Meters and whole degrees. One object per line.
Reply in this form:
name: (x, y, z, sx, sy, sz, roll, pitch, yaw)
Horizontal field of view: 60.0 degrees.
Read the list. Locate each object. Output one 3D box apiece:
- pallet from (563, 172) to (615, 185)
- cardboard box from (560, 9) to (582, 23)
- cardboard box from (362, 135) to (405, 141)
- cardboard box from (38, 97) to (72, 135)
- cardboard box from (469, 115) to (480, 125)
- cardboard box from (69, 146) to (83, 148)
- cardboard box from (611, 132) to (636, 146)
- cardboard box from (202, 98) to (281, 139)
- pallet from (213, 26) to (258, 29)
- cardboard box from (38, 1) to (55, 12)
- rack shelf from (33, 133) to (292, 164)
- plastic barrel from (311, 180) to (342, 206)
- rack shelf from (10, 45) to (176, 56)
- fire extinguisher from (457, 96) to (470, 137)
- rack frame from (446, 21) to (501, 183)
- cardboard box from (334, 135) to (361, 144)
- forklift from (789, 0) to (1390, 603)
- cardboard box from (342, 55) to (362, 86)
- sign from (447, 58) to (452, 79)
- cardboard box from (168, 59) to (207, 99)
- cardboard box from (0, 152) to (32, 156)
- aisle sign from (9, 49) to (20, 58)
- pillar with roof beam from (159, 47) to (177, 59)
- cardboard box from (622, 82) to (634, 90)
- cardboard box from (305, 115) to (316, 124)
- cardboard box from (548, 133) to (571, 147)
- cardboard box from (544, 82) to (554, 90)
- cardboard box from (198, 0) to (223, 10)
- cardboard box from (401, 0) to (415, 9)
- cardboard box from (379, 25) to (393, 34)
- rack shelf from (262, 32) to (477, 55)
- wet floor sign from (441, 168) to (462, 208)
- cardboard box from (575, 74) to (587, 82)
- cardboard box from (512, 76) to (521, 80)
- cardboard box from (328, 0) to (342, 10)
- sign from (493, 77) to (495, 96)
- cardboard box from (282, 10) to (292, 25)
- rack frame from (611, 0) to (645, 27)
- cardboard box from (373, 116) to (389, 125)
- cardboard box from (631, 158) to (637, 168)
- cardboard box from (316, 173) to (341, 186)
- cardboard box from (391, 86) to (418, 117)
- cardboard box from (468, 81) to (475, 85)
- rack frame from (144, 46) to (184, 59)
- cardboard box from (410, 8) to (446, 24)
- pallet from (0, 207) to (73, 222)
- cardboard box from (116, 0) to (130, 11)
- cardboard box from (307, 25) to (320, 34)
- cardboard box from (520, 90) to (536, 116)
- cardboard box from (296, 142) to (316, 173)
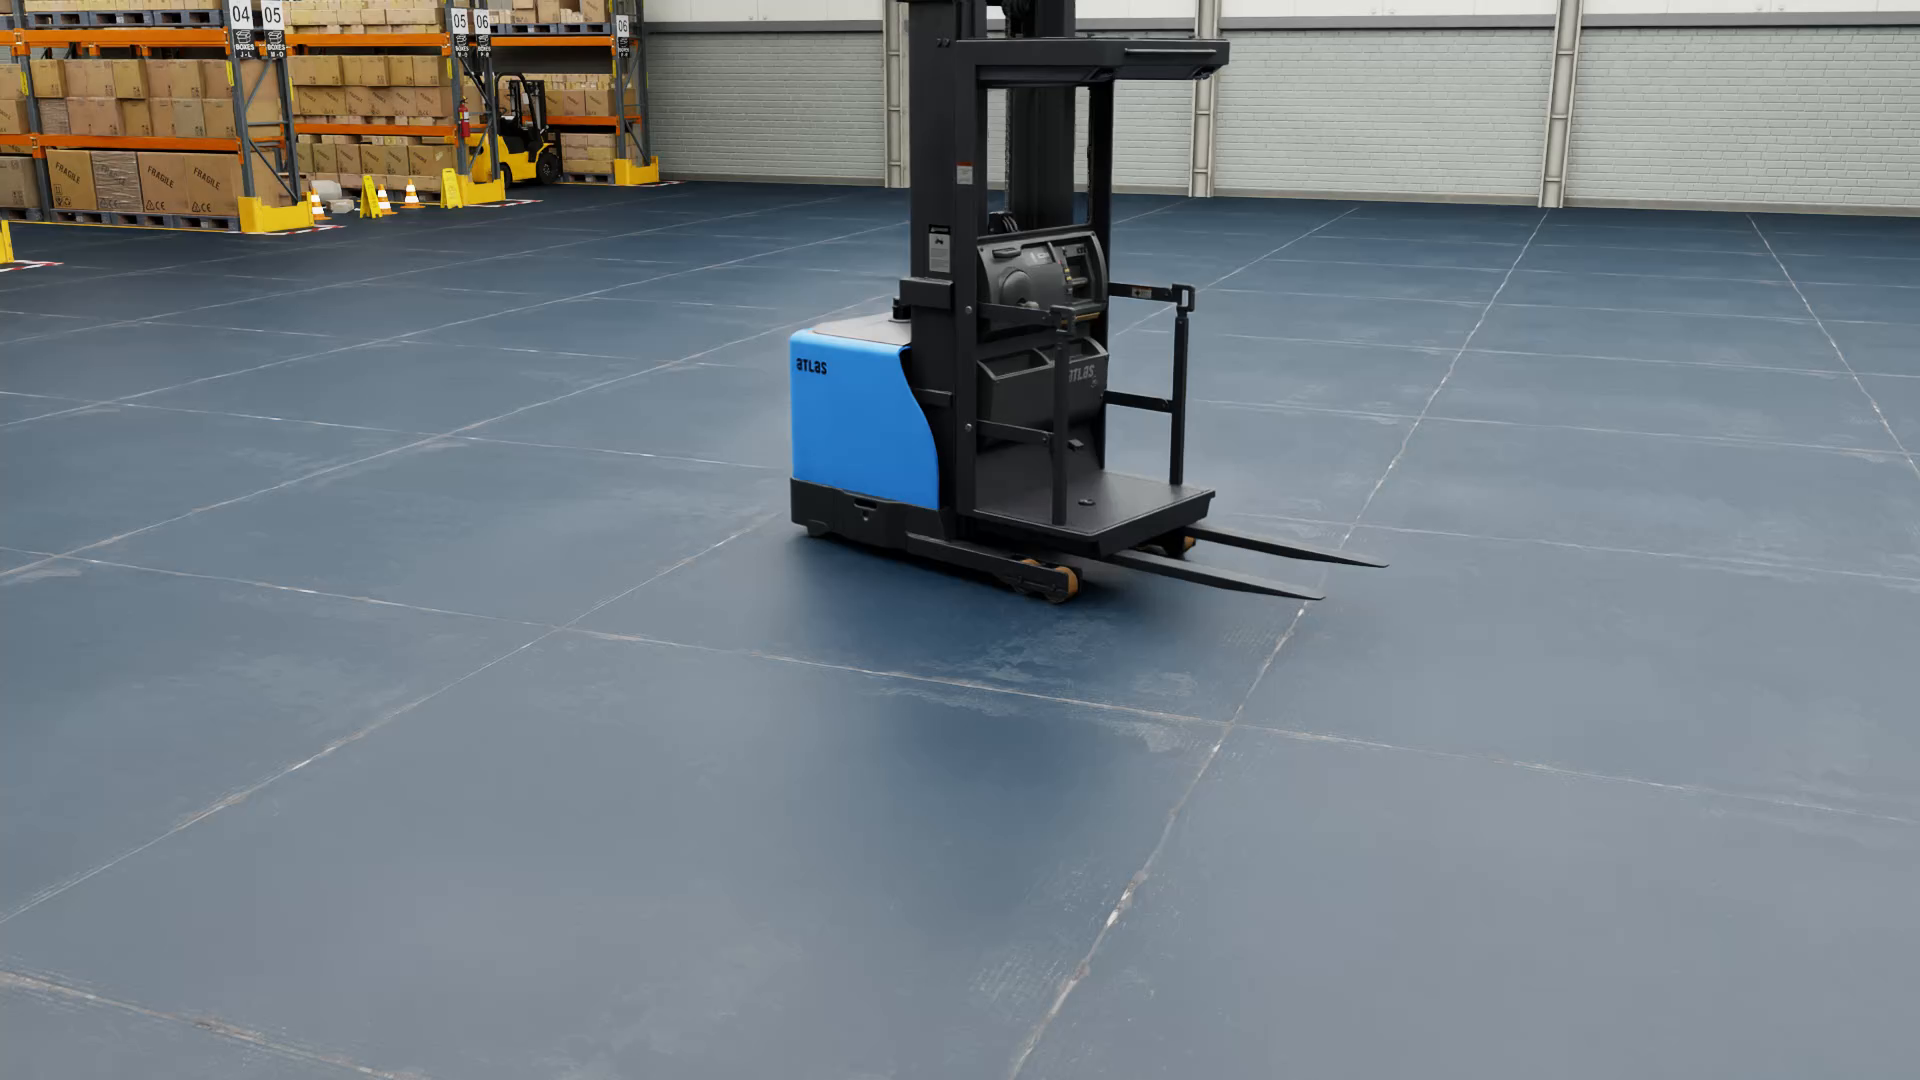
pallet: (-7.206, -7.318, 33.501, 1.213, 0.211, 1.003, 6, 17, 21)
cardboard box: (-7.598, -10.247, 32.518, 0.258, 0.266, 0.396, 6, 17, 21)
cardboard box: (-12.109, -8.268, 35.280, 0.625, 0.625, 0.875, 6, 17, 18)
cardboard box: (-13.393, -6.454, 25.256, 0.550, 0.550, 0.875, 6, 17, 21)
cardboard box: (-8.537, -7.269, 28.784, 0.250, 0.149, 0.380, 6, 17, 21)
cardboard box: (-16.351, -7.393, 31.819, 0.875, 0.875, 0.875, 6, 17, 20)
cardboard box: (-6.857, -8.049, 33.404, 0.500, 0.250, 0.500, 6, 17, 20)
cardboard box: (-10.381, -6.106, 24.056, 0.550, 0.550, 0.875, 6, 17, 21)
pallet: (-12.553, -9.152, 29.775, 1.003, 0.211, 1.213, 6, 17, 21)
cardboard box: (-13.285, -7.835, 24.419, 0.250, 0.149, 0.380, 6, 17, 21)
rack shelf: (-11.880, -5.867, 24.792, 4.000, 0.370, 1.077, 6, 17, 21)
plastic barrel: (-10.774, -5.883, 28.179, 0.512, 0.421, 0.421, -9, 18, -27)
rack shelf: (-19.503, -11.117, 37.496, 4.000, 0.370, 1.077, 6, 17, 21)
fire extinguisher: (-8.360, -7.133, 28.003, 0.183, 0.674, 0.296, 6, 17, 21)
rack frame: (-8.297, -7.302, 28.445, 0.127, 3.000, 1.000, 6, 17, 21)
cardboard box: (-10.744, -7.026, 29.165, 0.250, 0.149, 0.380, 7, 18, 24)
forklift: (0.565, -1.284, 7.839, 3.031, 2.935, 1.130, 13, 21, 38)
cardboard box: (-10.246, -8.135, 28.807, 0.500, 0.500, 0.700, 6, 17, 20)
sign: (-8.520, -7.868, 27.750, 0.005, 0.325, 0.100, 6, 17, 21)
cardboard box: (-10.896, -6.678, 24.092, 0.550, 0.550, 0.875, 6, 17, 21)
cardboard box: (-15.247, -5.678, 26.133, 0.750, 0.750, 1.050, 6, 17, 21)
aisle sign: (-21.535, -11.405, 37.917, 0.004, 0.787, 0.394, 6, 17, 21)
pillar with roof beam: (-19.539, -11.886, 33.477, 0.400, 9.000, 9.100, 6, 17, 21)
cardboard box: (-6.700, -9.051, 33.127, 0.250, 0.149, 0.380, 6, 17, 19)
cardboard box: (-11.331, -7.443, 29.382, 0.250, 0.149, 0.380, 6, 17, 20)
cardboard box: (-7.972, -8.017, 33.293, 0.500, 0.250, 0.500, 7, 17, 21)
cardboard box: (-8.107, -9.037, 33.078, 0.250, 0.149, 0.380, 6, 17, 21)
cardboard box: (-10.453, -7.523, 23.345, 0.250, 0.149, 0.380, 6, 17, 21)
cardboard box: (-9.190, -9.020, 28.004, 0.250, 0.149, 0.380, 6, 17, 20)
cardboard box: (-9.670, -8.695, 28.314, 0.250, 0.149, 0.380, 6, 17, 20)
rack shelf: (-10.158, -8.601, 28.831, 4.000, 0.370, 1.077, 6, 17, 21)
wet floor sign: (-8.513, -5.874, 27.750, 0.232, 0.644, 0.267, 14, 21, 40)
cardboard box: (-7.384, -9.111, 32.800, 0.250, 0.149, 0.380, 7, 17, 22)
cardboard box: (-8.785, -9.280, 33.383, 0.250, 0.149, 0.380, 6, 17, 20)
cardboard box: (-10.613, -9.178, 28.547, 0.250, 0.149, 0.380, 6, 17, 20)
sign: (-8.098, -7.858, 28.809, 0.005, 0.325, 0.100, 6, 17, 21)
cardboard box: (-11.709, -9.106, 29.016, 0.500, 0.250, 0.500, 6, 17, 19)
rack frame: (-6.479, -11.470, 32.044, 0.127, 3.000, 1.000, 6, 17, 21)
cardboard box: (-9.939, -7.276, 28.808, 0.250, 0.149, 0.380, 6, 17, 20)
cardboard box: (-6.865, -7.572, 33.553, 0.500, 0.250, 0.500, 6, 17, 21)
cardboard box: (-11.068, -6.410, 29.552, 0.500, 0.250, 0.500, 7, 18, 24)
cardboard box: (-9.367, -7.529, 28.515, 0.500, 0.500, 0.500, 6, 17, 21)
cardboard box: (-9.759, -9.231, 33.748, 0.250, 0.149, 0.380, 7, 17, 22)
rack frame: (-17.643, -9.817, 37.109, 0.127, 3.000, 1.000, 6, 17, 21)
cardboard box: (-8.872, -8.795, 27.945, 0.500, 0.250, 0.500, 6, 17, 20)
pallet: (-14.486, -5.137, 25.990, 1.213, 0.211, 1.003, 6, 17, 21)
cardboard box: (-11.872, -7.679, 23.883, 0.250, 0.149, 0.380, 7, 17, 21)
cardboard box: (-11.106, -8.861, 28.887, 0.250, 0.149, 0.380, 7, 18, 22)
cardboard box: (-8.461, -8.776, 33.344, 0.500, 0.500, 0.500, 6, 17, 21)
cardboard box: (-11.568, -6.822, 29.625, 0.500, 0.500, 0.500, 7, 18, 23)
